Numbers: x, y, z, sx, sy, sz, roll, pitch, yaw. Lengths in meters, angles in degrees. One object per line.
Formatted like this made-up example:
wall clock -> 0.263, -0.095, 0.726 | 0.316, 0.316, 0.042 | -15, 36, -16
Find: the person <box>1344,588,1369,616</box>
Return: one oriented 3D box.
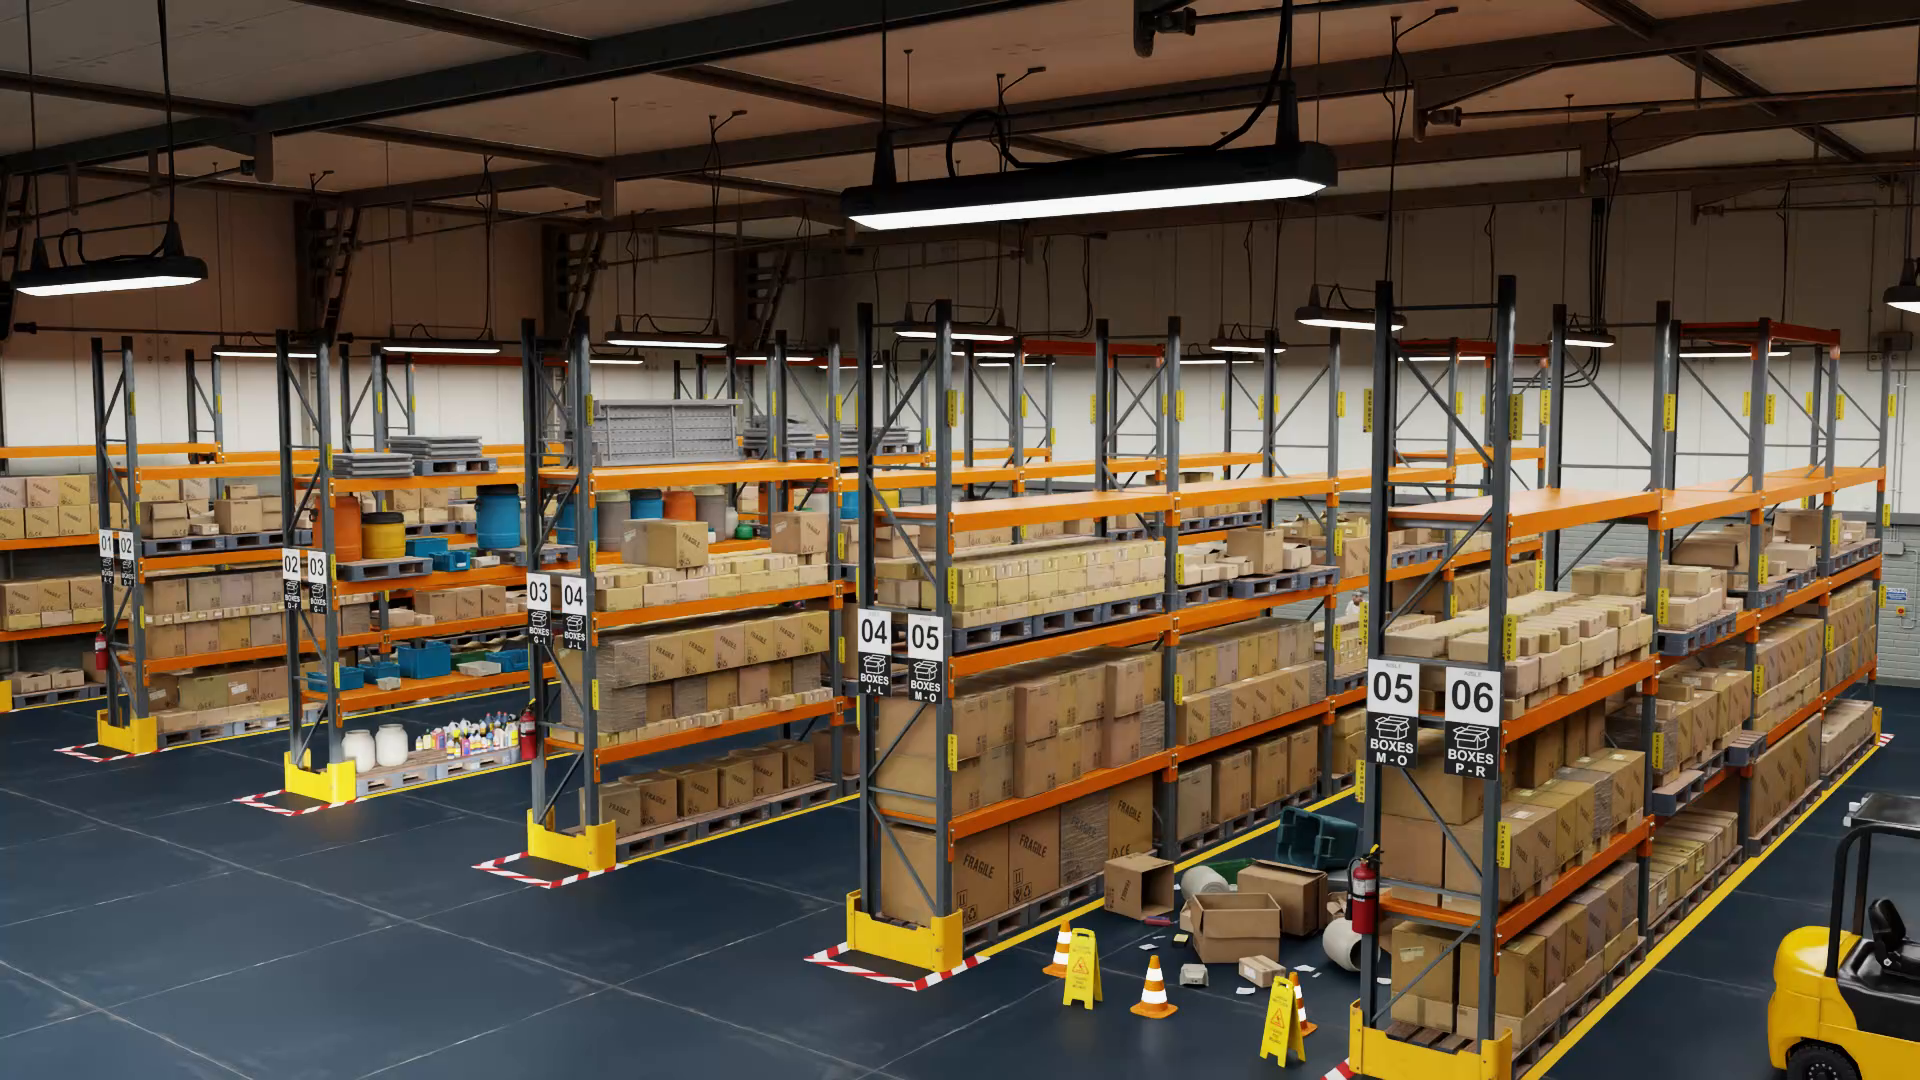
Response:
person -> 7.365, 1.694, 30.352 | 0.728, 1.674, 0.695 | -5, 7, -44
